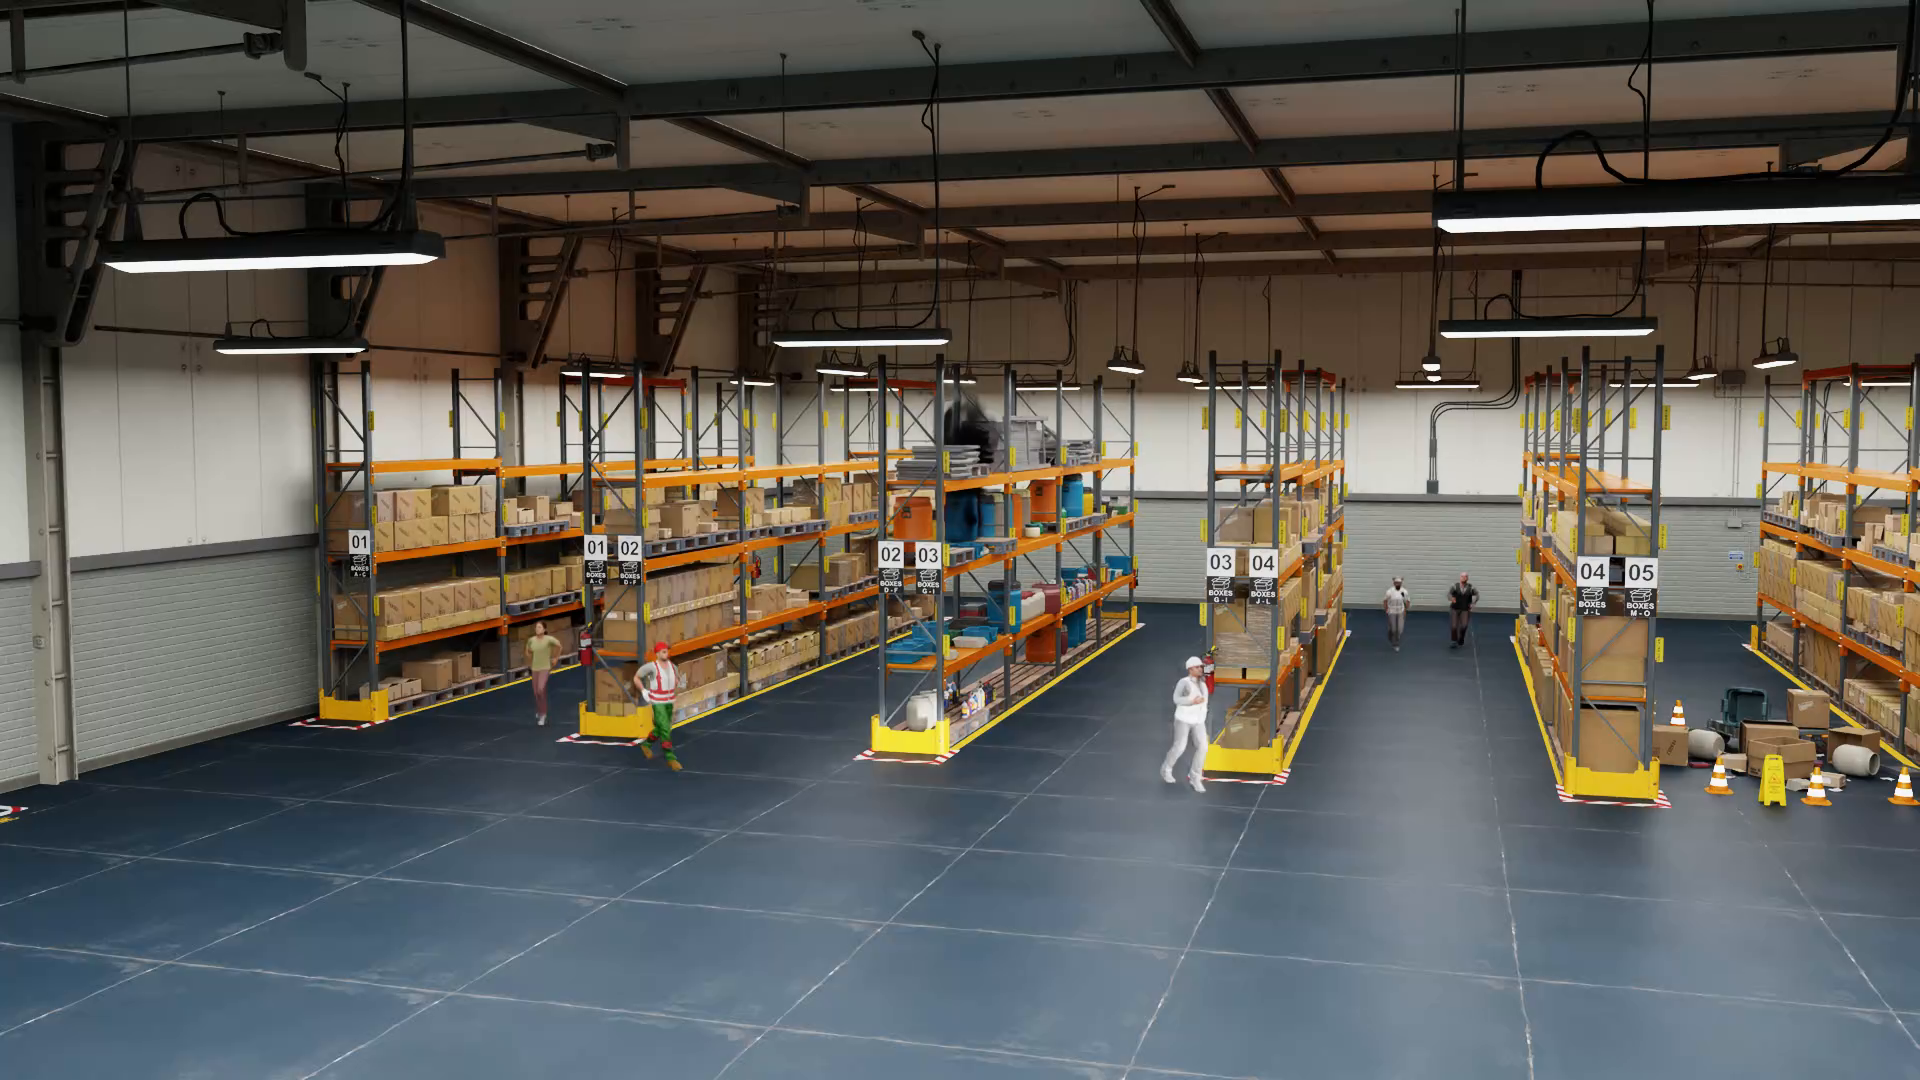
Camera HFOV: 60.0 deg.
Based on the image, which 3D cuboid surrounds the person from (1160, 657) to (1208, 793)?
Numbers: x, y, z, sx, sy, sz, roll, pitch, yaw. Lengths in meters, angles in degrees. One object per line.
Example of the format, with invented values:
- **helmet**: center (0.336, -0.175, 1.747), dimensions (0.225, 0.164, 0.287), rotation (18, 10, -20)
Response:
- **person**: center (3.141, 2.500, 22.736), dimensions (0.659, 1.826, 0.765), rotation (-3, 5, -32)

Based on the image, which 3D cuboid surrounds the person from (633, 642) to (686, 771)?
- **person**: center (-4.314, 2.372, 24.058), dimensions (0.979, 1.807, 0.651), rotation (3, 5, 38)

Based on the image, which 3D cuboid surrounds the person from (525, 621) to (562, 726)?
- **person**: center (-6.944, 2.196, 27.643), dimensions (0.576, 1.729, 0.704), rotation (1, 4, 11)

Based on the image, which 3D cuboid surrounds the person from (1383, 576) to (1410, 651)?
- **person**: center (9.555, 1.597, 36.398), dimensions (0.561, 1.644, 0.588), rotation (1, 4, 8)

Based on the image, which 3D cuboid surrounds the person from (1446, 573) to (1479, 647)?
- **person**: center (11.049, 1.551, 36.594), dimensions (0.695, 1.665, 0.590), rotation (2, 4, 20)
